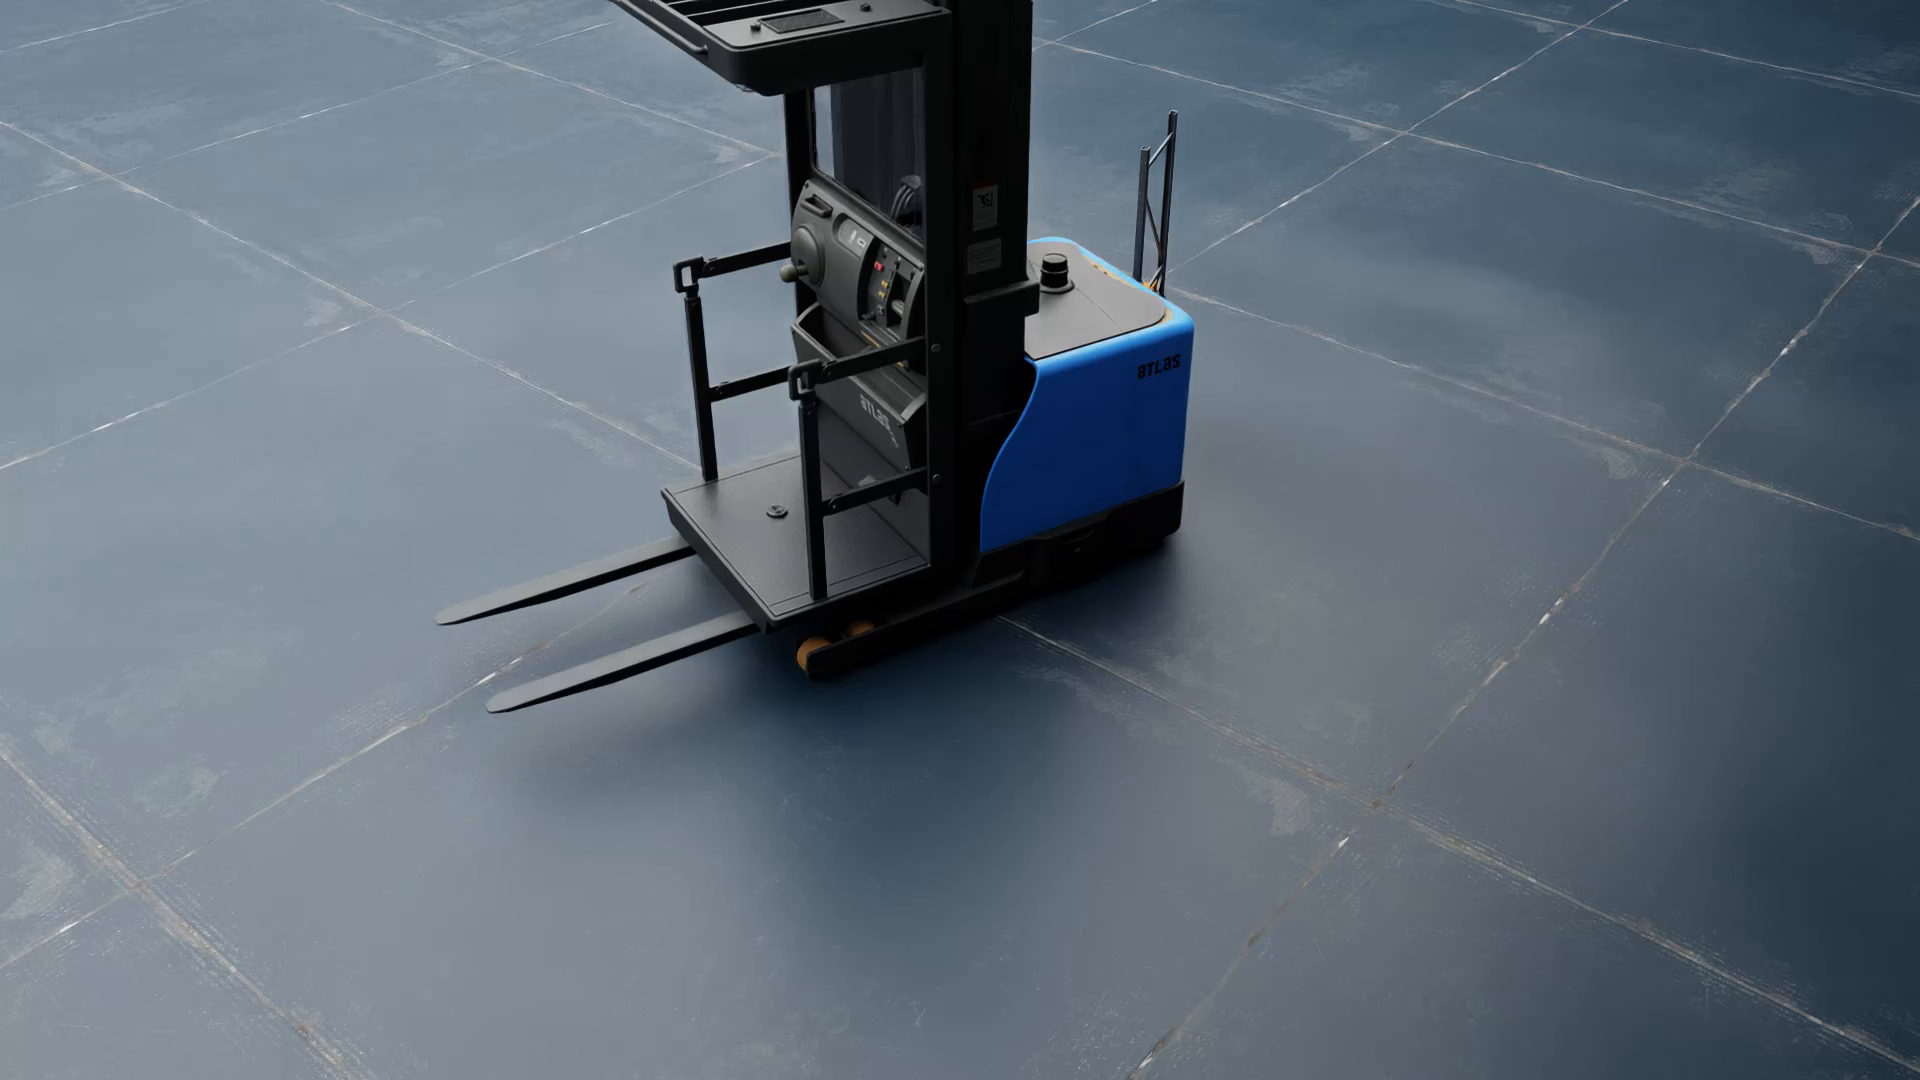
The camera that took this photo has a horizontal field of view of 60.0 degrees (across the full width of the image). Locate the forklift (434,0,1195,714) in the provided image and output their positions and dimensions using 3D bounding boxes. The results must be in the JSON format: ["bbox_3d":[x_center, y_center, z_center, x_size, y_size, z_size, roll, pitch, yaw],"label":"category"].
[{"bbox_3d":[-0.567,-1.012,6.135,3.031,2.935,1.130,-19,39,-25],"label":"forklift"}]

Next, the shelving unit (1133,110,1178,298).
[{"bbox_3d":[0.379,-1.258,7.757,1.083,1.500,0.587,12,36,17],"label":"shelving unit"}]

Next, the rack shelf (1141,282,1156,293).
[{"bbox_3d":[0.388,-1.108,7.856,1.000,0.185,0.538,12,36,17],"label":"rack shelf"}]

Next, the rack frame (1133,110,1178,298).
[{"bbox_3d":[0.863,-1.154,7.605,0.032,1.500,0.500,12,36,17],"label":"rack frame"}]
